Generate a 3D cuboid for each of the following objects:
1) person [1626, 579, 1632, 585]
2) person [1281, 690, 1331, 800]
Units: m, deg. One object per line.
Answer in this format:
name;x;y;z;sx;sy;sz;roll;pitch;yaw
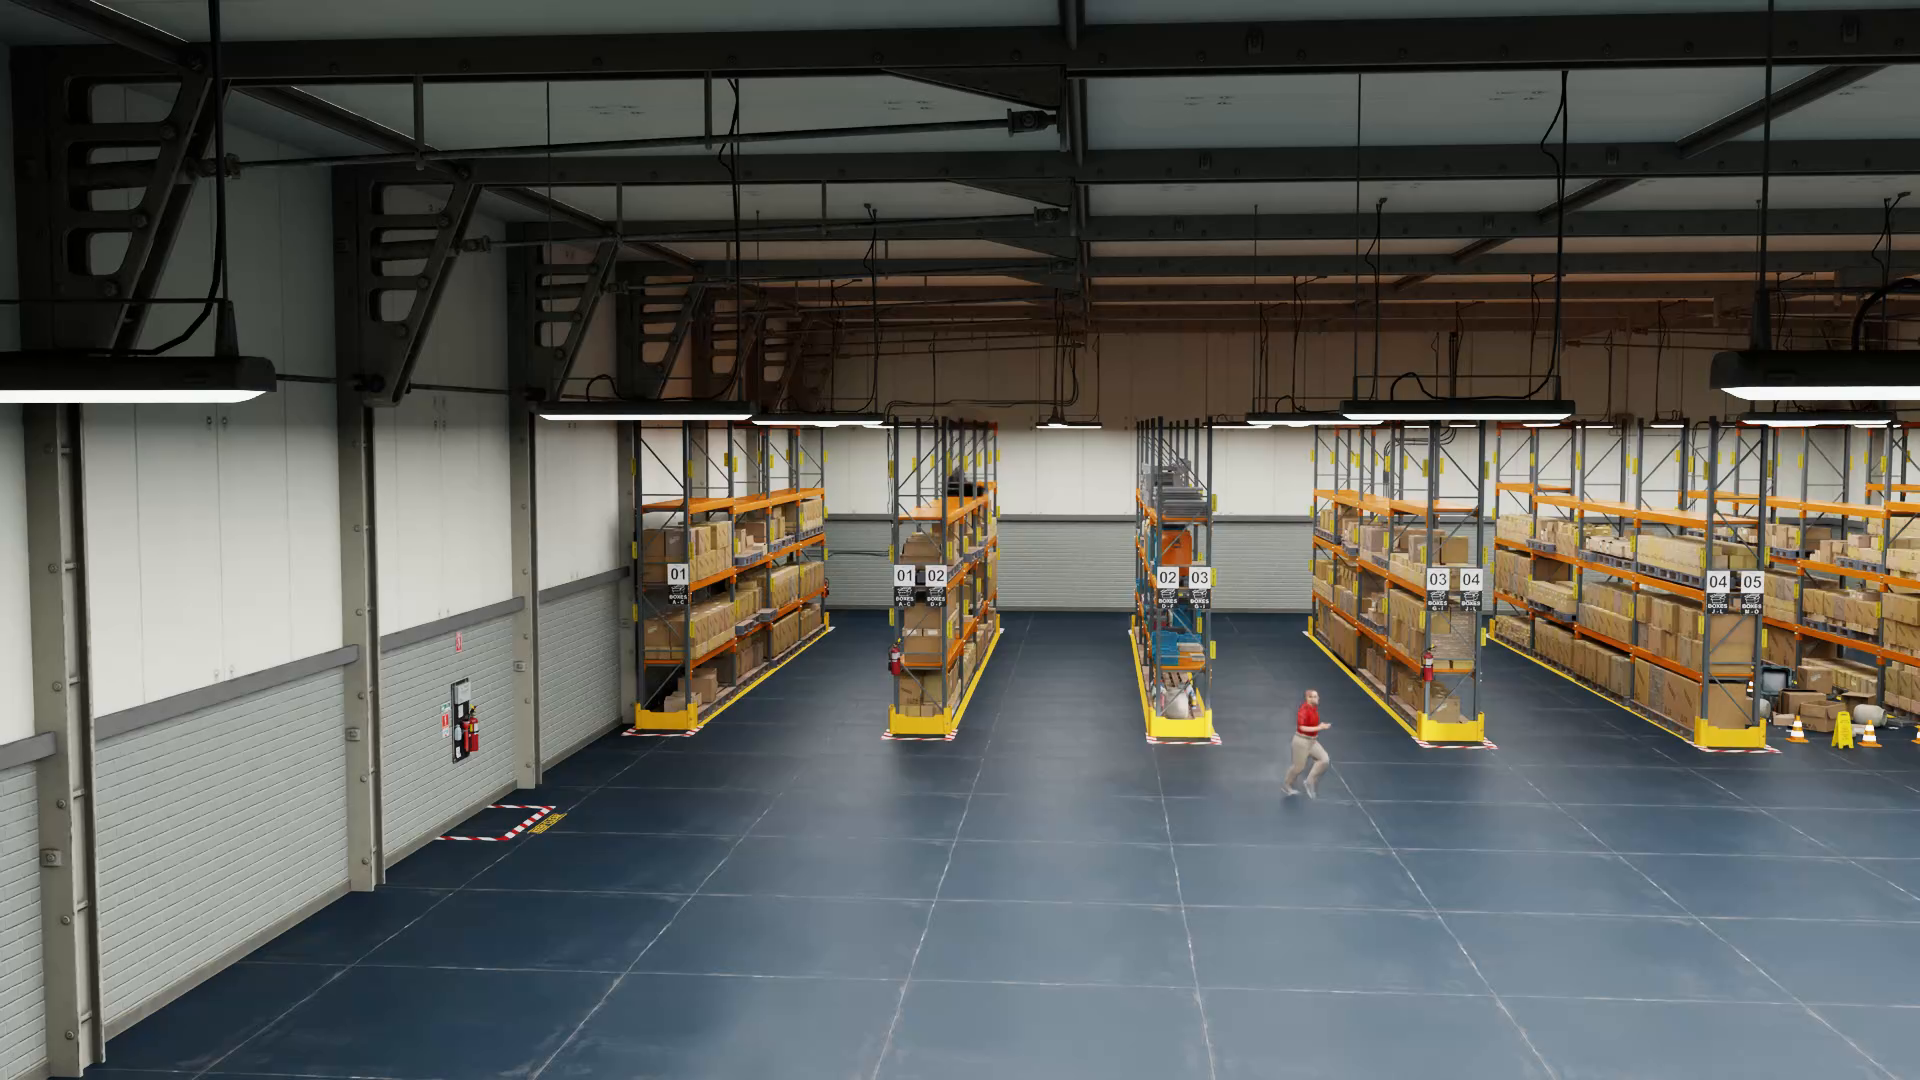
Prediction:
person;19.360;1.865;47.281;0.843;1.589;0.606;1;4;12
person;5.393;3.180;25.890;0.836;1.730;0.692;3;5;35
